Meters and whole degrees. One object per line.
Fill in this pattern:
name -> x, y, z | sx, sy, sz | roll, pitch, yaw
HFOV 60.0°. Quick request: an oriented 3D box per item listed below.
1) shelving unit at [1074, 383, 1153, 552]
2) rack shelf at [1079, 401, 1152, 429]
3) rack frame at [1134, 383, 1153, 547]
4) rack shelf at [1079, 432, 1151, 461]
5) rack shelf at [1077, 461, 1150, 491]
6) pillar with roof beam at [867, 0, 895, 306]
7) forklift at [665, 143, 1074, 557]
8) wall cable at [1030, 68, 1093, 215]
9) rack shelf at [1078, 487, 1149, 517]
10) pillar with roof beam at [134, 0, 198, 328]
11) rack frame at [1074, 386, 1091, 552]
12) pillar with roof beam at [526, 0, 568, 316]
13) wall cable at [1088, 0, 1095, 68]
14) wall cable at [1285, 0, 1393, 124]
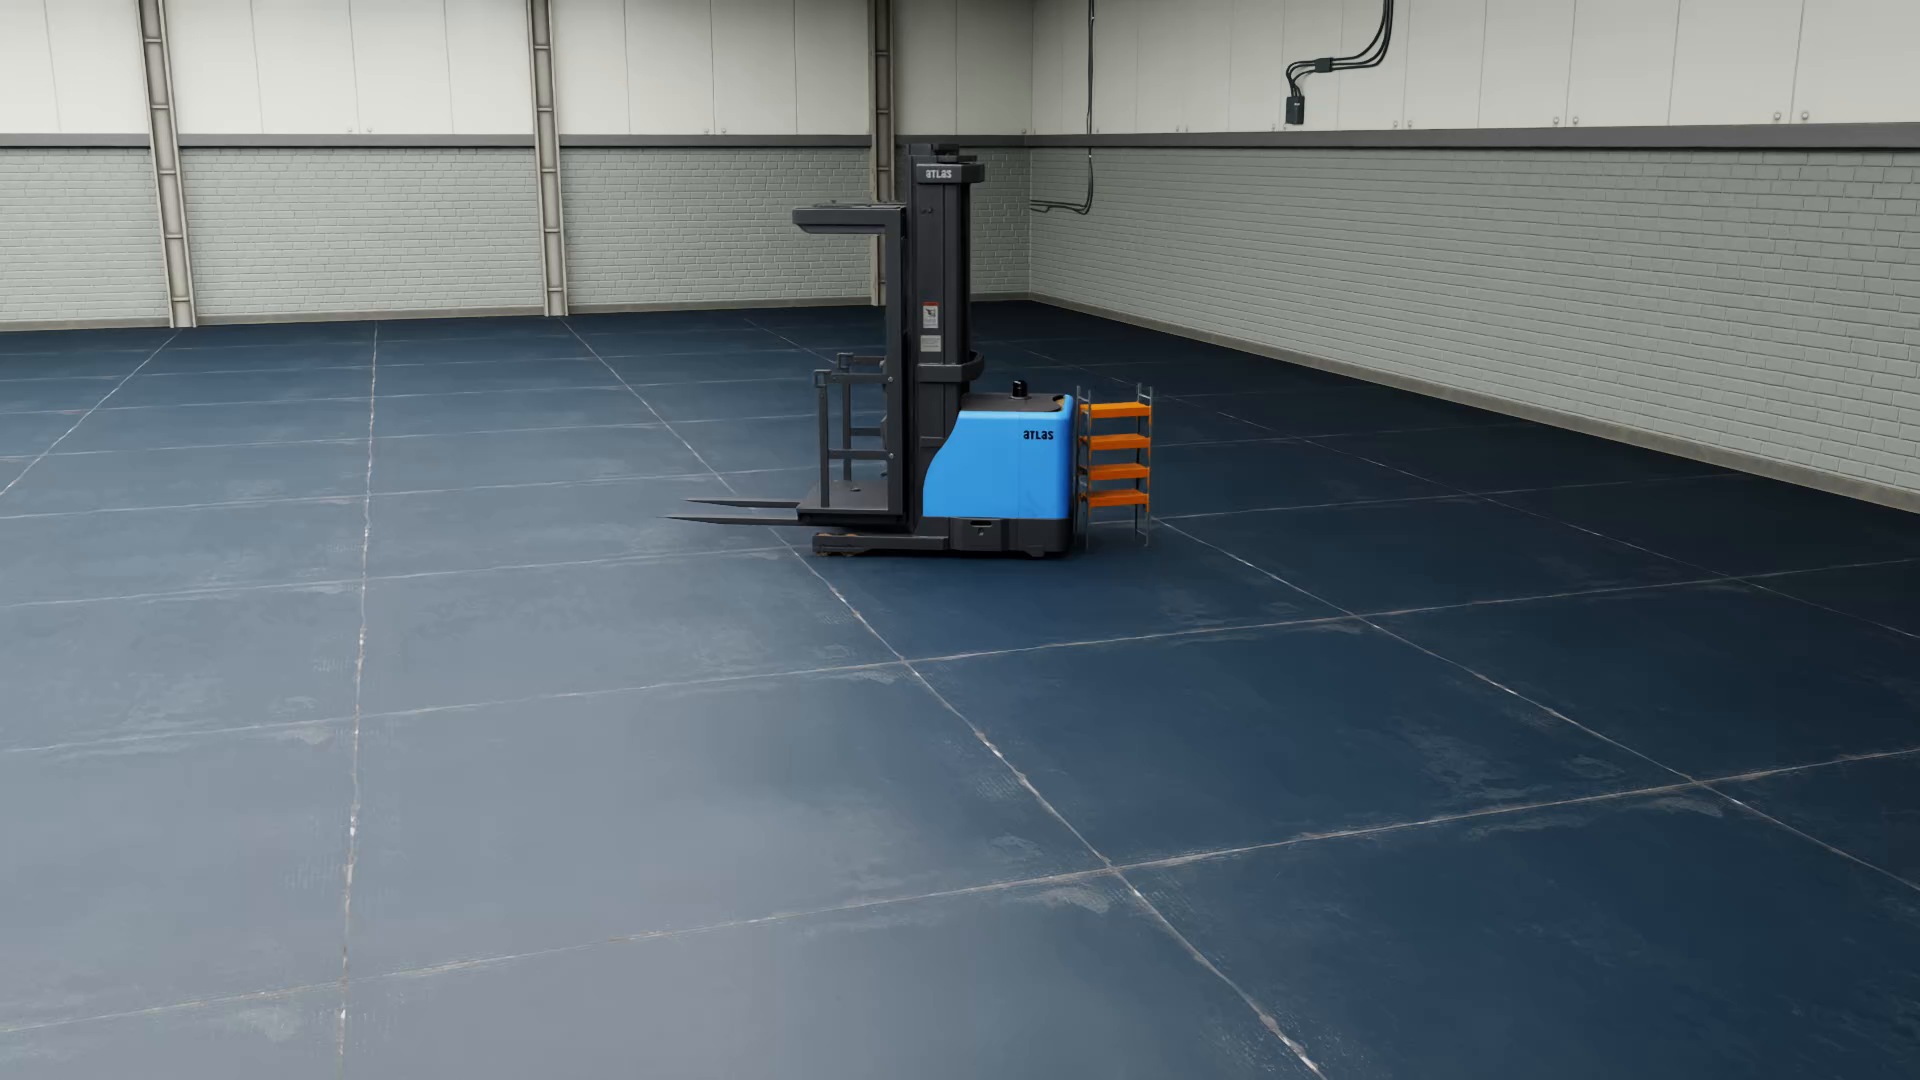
shelving unit -> 1.137, -0.541, 12.325 | 0.503, 1.200, 0.258 | -4, 14, -17
rack shelf -> 1.137, -0.923, 12.234 | 0.480, 0.148, 0.258 | -4, 14, -17
rack frame -> 1.369, -0.558, 12.397 | 0.015, 1.200, 0.240 | -4, 14, -17
rack shelf -> 1.137, -0.693, 12.288 | 0.480, 0.148, 0.258 | -4, 14, -17
rack shelf -> 1.137, -0.476, 12.340 | 0.480, 0.148, 0.258 | -4, 14, -17
pillar with roof beam -> -0.064, -7.845, 26.180 | 0.400, 9.000, 9.100 | -4, 14, -18
forklift -> -0.667, -1.424, 12.295 | 3.031, 2.935, 1.130 | 1, 13, 5
wall cable -> 1.777, -7.206, 30.203 | 0.112, 2.526, 3.097 | -4, 14, -18
rack shelf -> 1.137, -0.282, 12.386 | 0.480, 0.148, 0.258 | -4, 14, -17
pillar with roof beam -> -11.437, -6.960, 22.456 | 0.400, 9.000, 9.100 | -4, 14, -18
rack frame -> 0.905, -0.524, 12.252 | 0.015, 1.200, 0.240 | -4, 14, -17
pillar with roof beam -> -5.751, -7.403, 24.318 | 0.400, 9.000, 9.100 | -4, 14, -18
wall cable -> 2.640, -9.070, 27.124 | 0.112, 2.526, 3.097 | -4, 14, -18
wall cable -> 4.790, -8.288, 20.692 | 0.169, 6.003, 2.305 | -4, 14, -18
